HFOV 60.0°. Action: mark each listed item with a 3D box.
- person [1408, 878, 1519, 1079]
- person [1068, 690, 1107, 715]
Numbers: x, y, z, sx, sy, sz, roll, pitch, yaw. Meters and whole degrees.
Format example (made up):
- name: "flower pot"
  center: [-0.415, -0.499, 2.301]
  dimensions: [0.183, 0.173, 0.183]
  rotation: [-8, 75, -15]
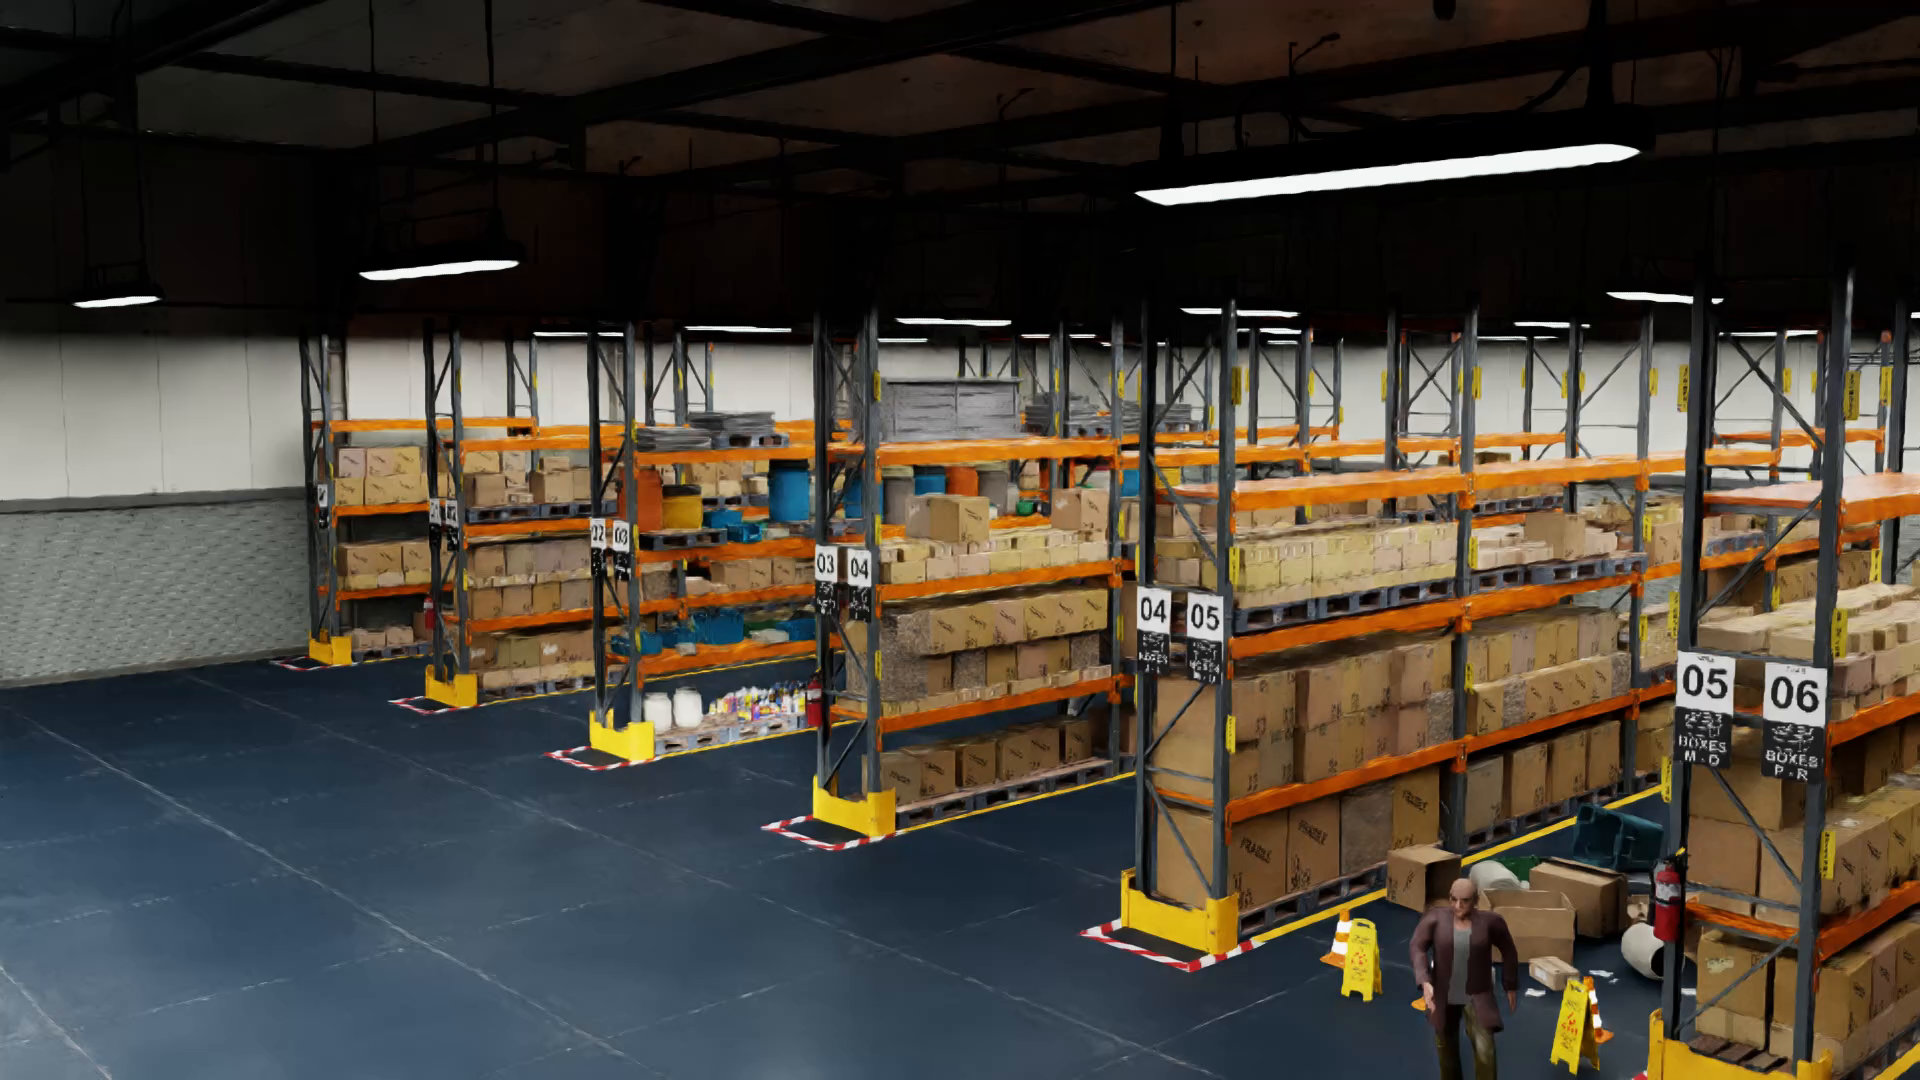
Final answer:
- name: "person"
  center: [3.481, 3.146, 11.489]
  dimensions: [0.728, 1.722, 0.852]
  rotation: [3, 7, 28]
- name: "person"
  center: [2.000, 1.837, 24.946]
  dimensions: [1.017, 1.602, 0.445]
  rotation: [-4, 7, -34]
